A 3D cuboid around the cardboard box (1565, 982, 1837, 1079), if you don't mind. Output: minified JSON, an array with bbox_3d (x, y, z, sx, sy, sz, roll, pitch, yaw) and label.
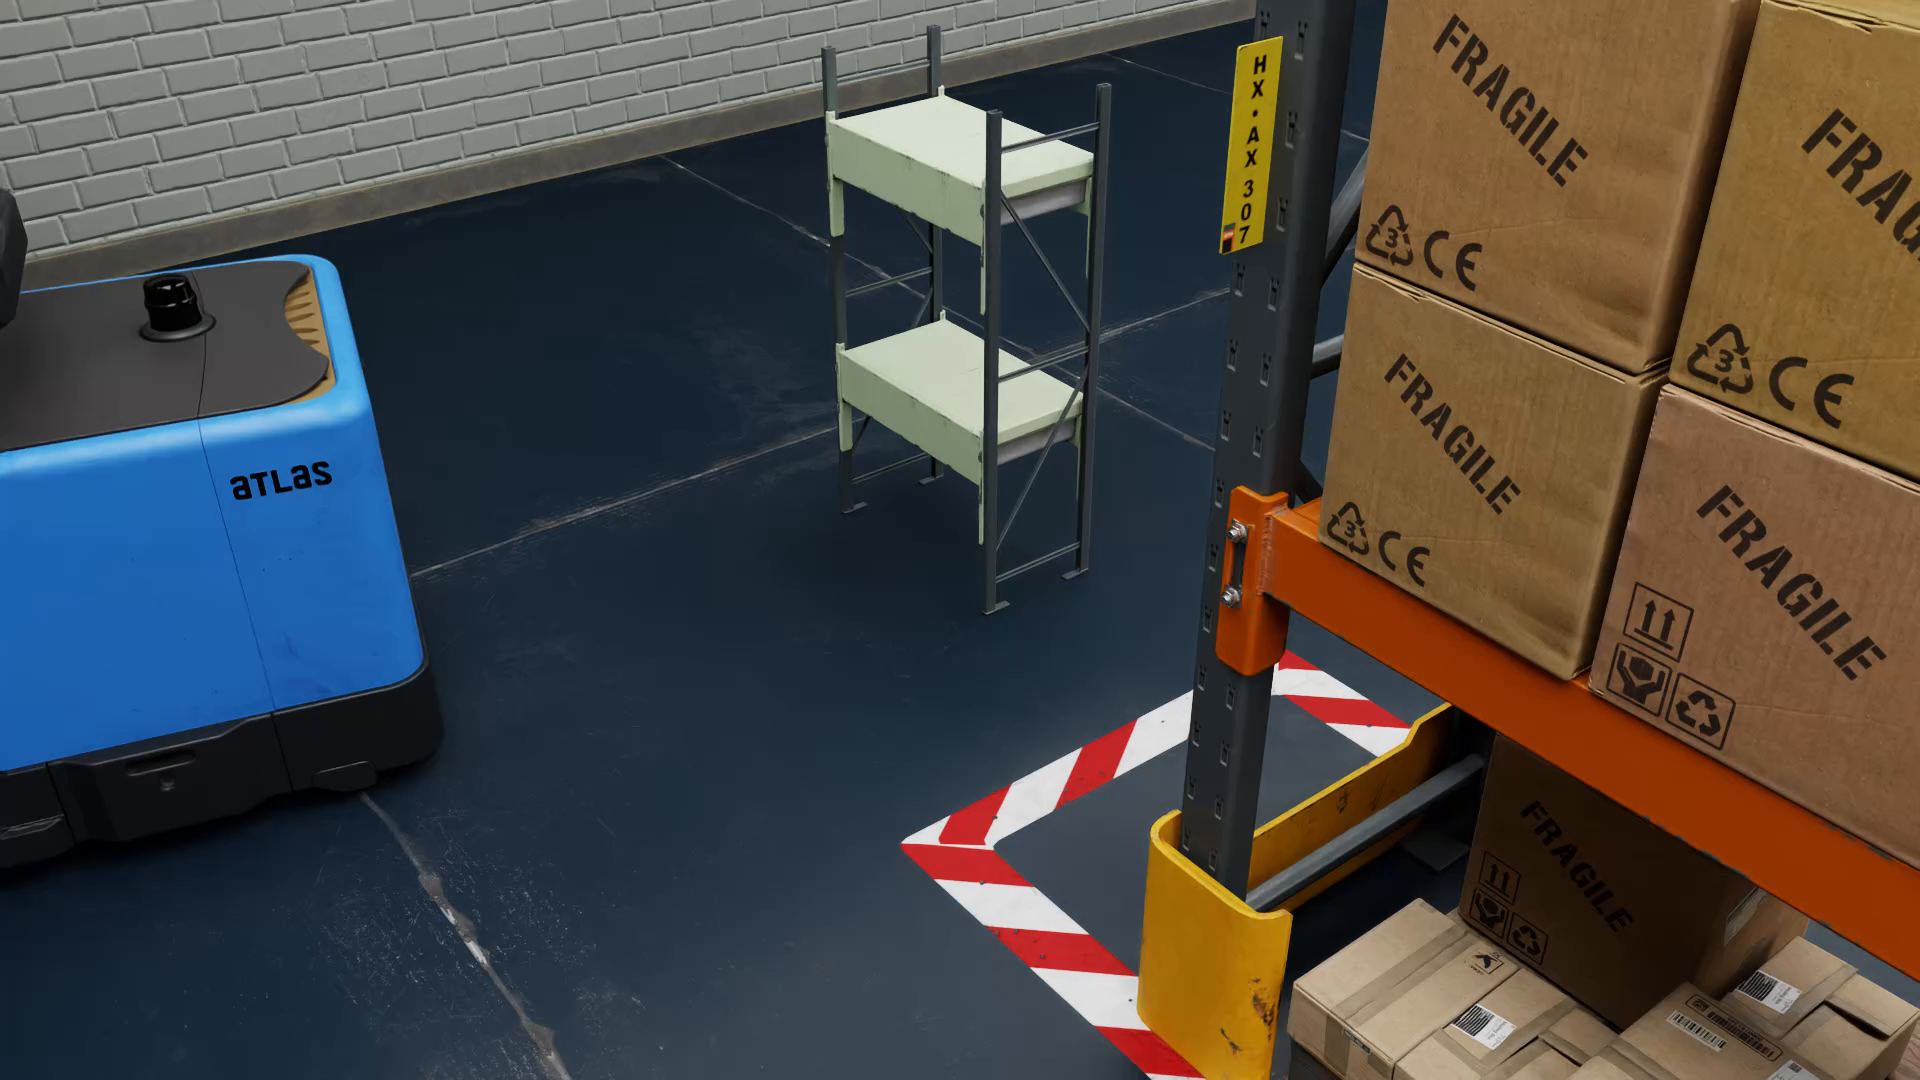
[{"bbox_3d":[1.294,1.097,2.829,0.500,0.250,0.500,-22,38,-31],"label":"cardboard box"}]

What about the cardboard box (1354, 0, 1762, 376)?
[{"bbox_3d":[0.941,-0.608,2.343,0.500,0.500,0.500,-21,38,-30],"label":"cardboard box"}]

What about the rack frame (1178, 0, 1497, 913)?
[{"bbox_3d":[0.878,-0.411,3.068,1.000,3.000,0.127,-22,38,-31],"label":"rack frame"}]

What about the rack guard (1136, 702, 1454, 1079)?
[{"bbox_3d":[0.924,0.683,3.677,1.175,0.500,0.348,-22,38,-31],"label":"rack guard"}]

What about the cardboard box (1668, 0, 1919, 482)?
[{"bbox_3d":[1.268,-0.392,1.996,0.500,0.500,0.500,-22,38,-31],"label":"cardboard box"}]

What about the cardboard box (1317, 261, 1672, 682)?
[{"bbox_3d":[0.941,-0.183,2.607,0.500,0.500,0.500,-21,38,-30],"label":"cardboard box"}]

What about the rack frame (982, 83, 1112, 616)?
[{"bbox_3d":[0.229,-0.482,4.604,0.400,1.500,0.023,-22,38,-31],"label":"rack frame"}]

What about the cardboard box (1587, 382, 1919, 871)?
[{"bbox_3d":[1.262,0.030,2.263,0.500,0.500,0.500,-23,38,-32],"label":"cardboard box"}]

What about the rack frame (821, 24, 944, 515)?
[{"bbox_3d":[-0.220,-0.787,5.095,0.400,1.500,0.023,-22,38,-31],"label":"rack frame"}]

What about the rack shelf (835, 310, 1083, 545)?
[{"bbox_3d":[0.004,-0.357,5.022,0.431,0.370,0.720,-22,38,-31],"label":"rack shelf"}]

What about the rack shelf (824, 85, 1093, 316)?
[{"bbox_3d":[0.004,-0.966,4.644,0.431,0.370,0.720,-22,38,-31],"label":"rack shelf"}]

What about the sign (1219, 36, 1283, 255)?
[{"bbox_3d":[0.449,-0.603,2.557,0.100,0.325,0.005,-22,38,-31],"label":"sign"}]

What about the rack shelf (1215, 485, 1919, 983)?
[{"bbox_3d":[2.104,0.728,1.916,1.077,0.370,4.000,-22,38,-31],"label":"rack shelf"}]

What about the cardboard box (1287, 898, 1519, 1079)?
[{"bbox_3d":[0.863,0.899,3.244,0.380,0.149,0.250,-22,38,-31],"label":"cardboard box"}]

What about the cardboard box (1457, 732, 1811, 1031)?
[{"bbox_3d":[1.406,0.611,3.375,0.500,0.500,0.500,-22,38,-31],"label":"cardboard box"}]

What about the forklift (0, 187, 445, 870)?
[{"bbox_3d":[-2.899,-0.588,3.418,3.031,2.935,1.130,-12,34,-19],"label":"forklift"}]

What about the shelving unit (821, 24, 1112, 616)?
[{"bbox_3d":[0.004,-0.634,4.850,0.431,1.500,0.755,-22,38,-31],"label":"shelving unit"}]

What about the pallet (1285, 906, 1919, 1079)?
[{"bbox_3d":[1.414,1.138,3.219,1.003,0.211,1.213,-22,38,-31],"label":"pallet"}]

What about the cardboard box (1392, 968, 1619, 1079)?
[{"bbox_3d":[1.016,0.996,3.072,0.380,0.166,0.250,-22,38,-31],"label":"cardboard box"}]

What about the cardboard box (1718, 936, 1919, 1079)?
[{"bbox_3d":[1.583,0.951,3.145,0.380,0.166,0.250,-22,38,-31],"label":"cardboard box"}]
